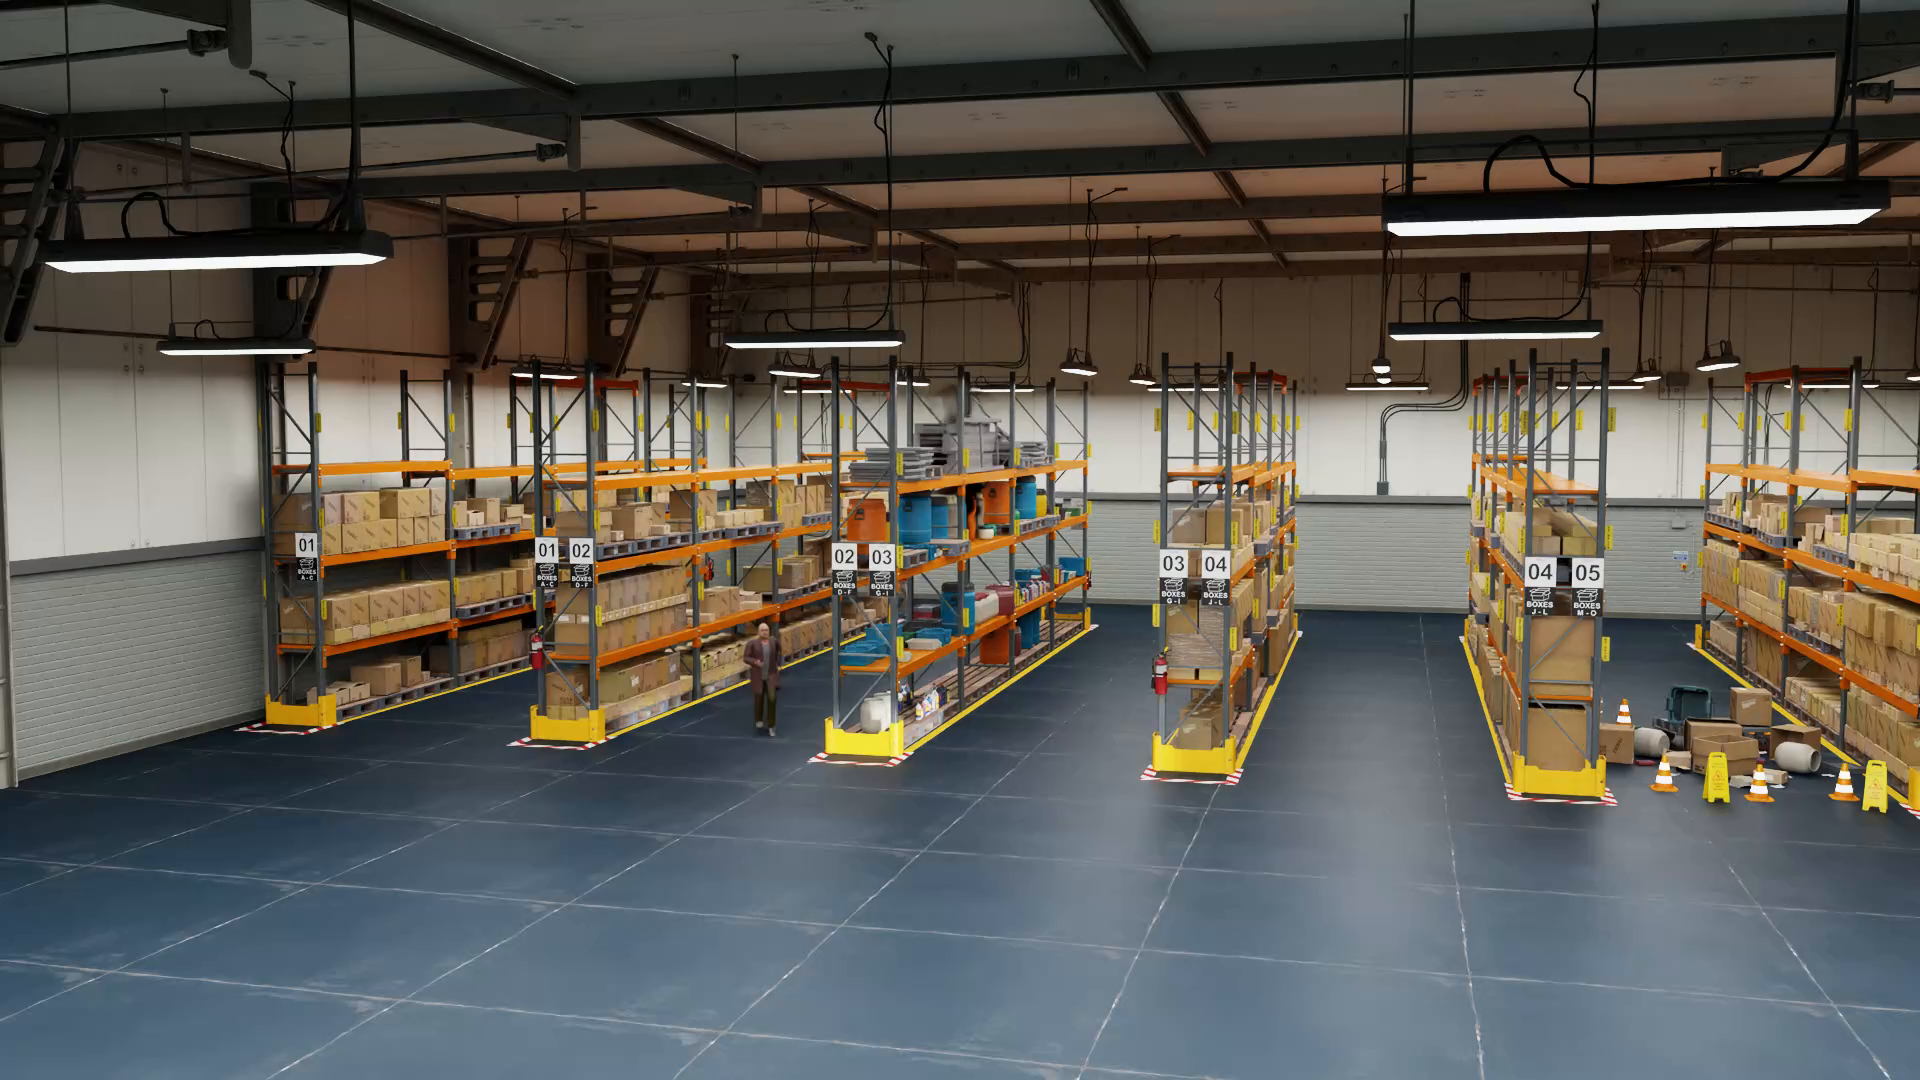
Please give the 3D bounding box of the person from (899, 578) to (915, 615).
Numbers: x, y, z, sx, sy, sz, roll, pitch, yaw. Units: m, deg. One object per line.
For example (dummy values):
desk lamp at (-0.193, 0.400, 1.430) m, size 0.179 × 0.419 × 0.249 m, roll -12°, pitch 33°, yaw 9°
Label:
person at (-1.401, 1.179, 42.663) m, size 0.702 × 1.747 × 0.666 m, roll 3°, pitch 5°, yaw 32°

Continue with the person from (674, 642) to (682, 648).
person at (-5.852, 1.734, 34.416) m, size 0.559 × 1.668 × 0.904 m, roll 0°, pitch 4°, yaw 4°

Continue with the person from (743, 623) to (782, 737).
person at (-3.166, 2.241, 26.746) m, size 0.640 × 1.835 × 0.907 m, roll -1°, pitch 4°, yaw -11°
